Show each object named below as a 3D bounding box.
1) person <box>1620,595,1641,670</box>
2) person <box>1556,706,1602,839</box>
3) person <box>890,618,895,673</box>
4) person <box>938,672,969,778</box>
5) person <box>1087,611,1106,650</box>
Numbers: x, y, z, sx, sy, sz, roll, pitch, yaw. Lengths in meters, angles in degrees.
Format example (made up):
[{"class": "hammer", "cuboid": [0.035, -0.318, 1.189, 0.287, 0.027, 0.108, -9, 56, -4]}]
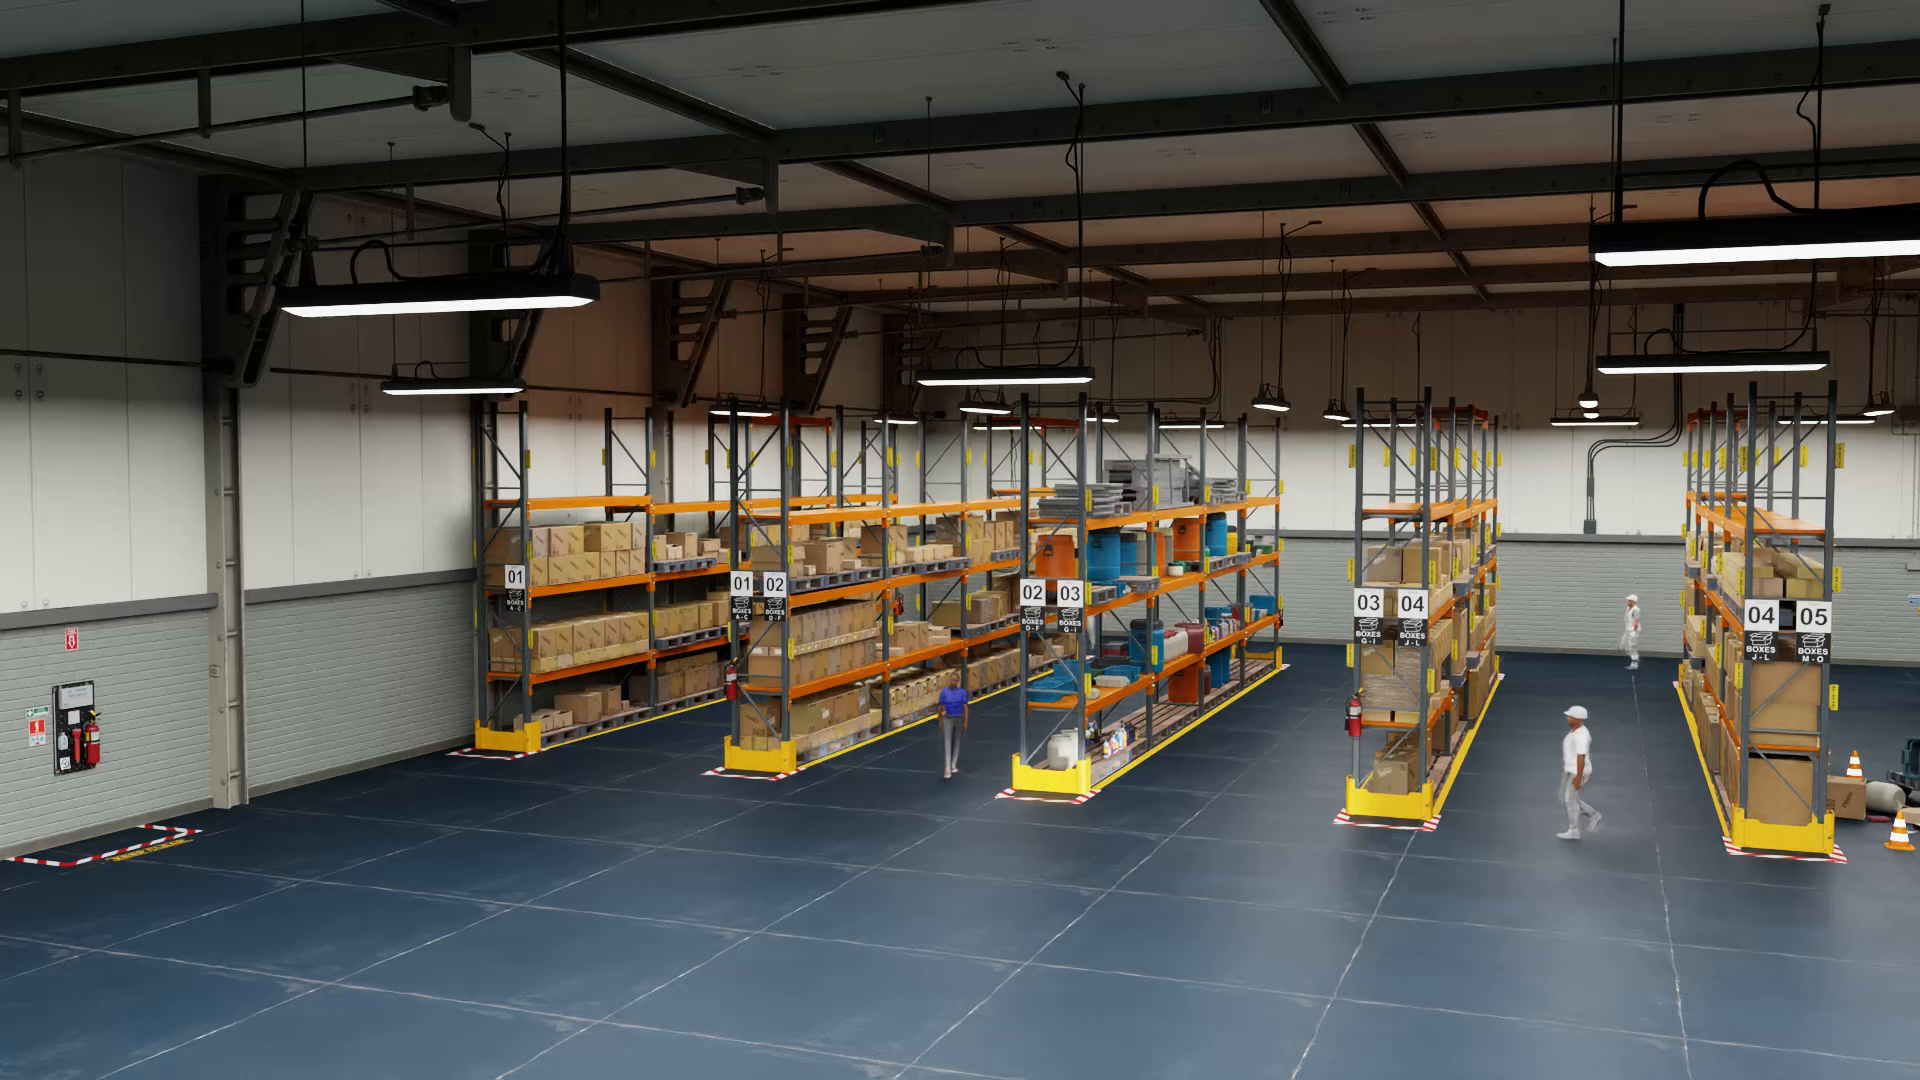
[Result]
[{"class": "person", "cuboid": [15.908, 2.184, 39.365, 0.468, 1.792, 0.558, 0, 3, 1]}, {"class": "person", "cuboid": [8.145, 3.047, 21.807, 0.617, 1.755, 0.555, 0, 3, 5]}, {"class": "person", "cuboid": [-1.498, 2.453, 35.461, 0.467, 1.616, 0.935, 1, 3, 13]}, {"class": "person", "cuboid": [-0.100, 2.897, 26.193, 0.486, 1.624, 0.887, -1, 3, -13]}, {"class": "person", "cuboid": [3.587, 1.991, 44.164, 0.553, 1.763, 0.945, -1, 3, -12]}]
